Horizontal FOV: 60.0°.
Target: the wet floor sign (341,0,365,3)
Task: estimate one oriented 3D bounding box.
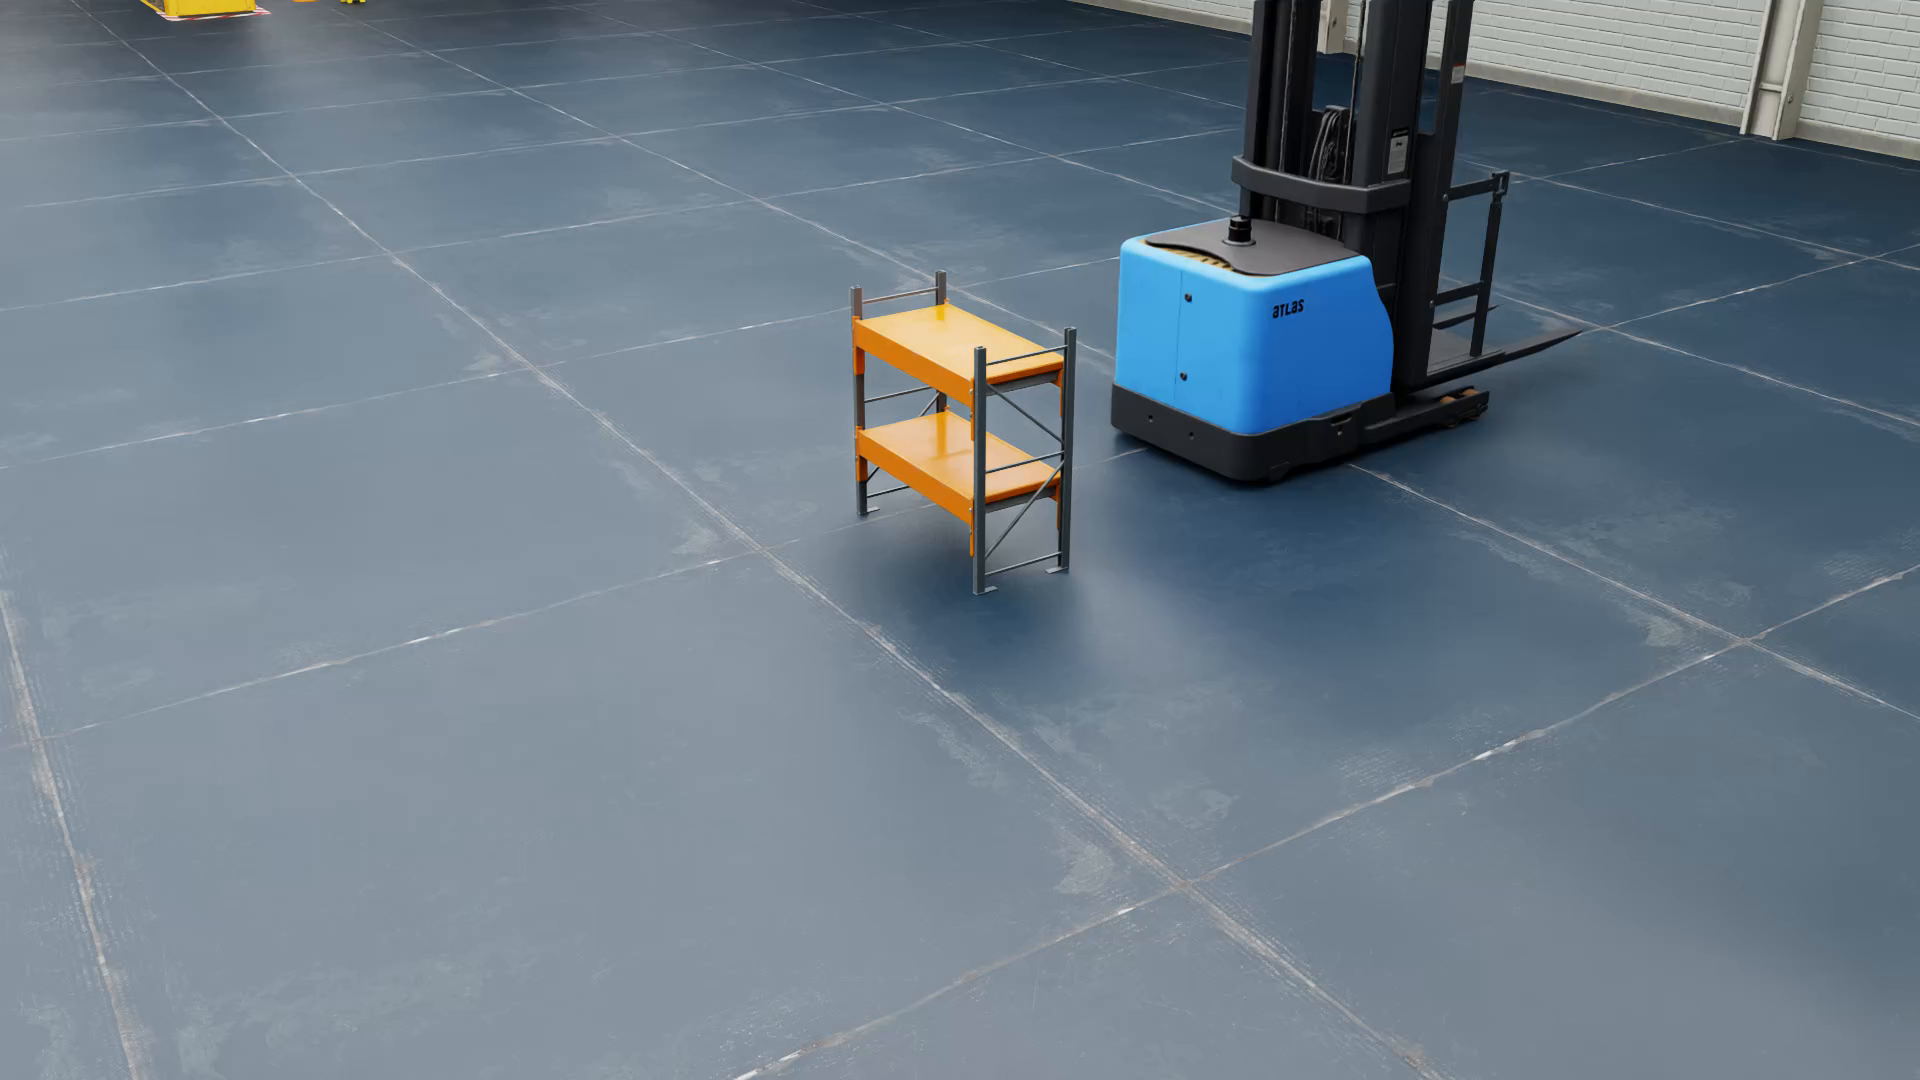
[{"bbox_3d":[-9.001,-8.275,24.522,0.267,0.644,0.232,-22,33,-38],"label":"wet floor sign"}]

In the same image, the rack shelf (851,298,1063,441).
[{"bbox_3d":[-0.004,-0.776,7.390,0.538,0.278,1.000,-16,29,-30],"label":"rack shelf"}]

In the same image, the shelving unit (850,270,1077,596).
[{"bbox_3d":[-0.004,-0.511,7.515,0.538,1.125,1.048,-16,29,-30],"label":"shelving unit"}]

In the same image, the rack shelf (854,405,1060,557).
[{"bbox_3d":[-0.004,-0.290,7.619,0.538,0.278,1.000,-16,29,-30],"label":"rack shelf"}]

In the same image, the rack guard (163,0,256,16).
[{"bbox_3d":[-10.663,-7.749,23.580,1.175,0.500,0.348,-16,29,-30],"label":"rack guard"}]

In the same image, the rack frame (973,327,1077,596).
[{"bbox_3d":[0.274,-0.329,7.130,0.500,1.125,0.032,-16,29,-30],"label":"rack frame"}]

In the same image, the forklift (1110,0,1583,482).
[{"bbox_3d":[2.290,-2.101,8.766,3.031,2.935,1.130,-18,31,-33],"label":"forklift"}]

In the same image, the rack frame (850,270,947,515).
[{"bbox_3d":[-0.281,-0.693,7.900,0.500,1.125,0.032,-16,29,-30],"label":"rack frame"}]

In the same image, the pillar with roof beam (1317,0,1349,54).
[{"bbox_3d":[0.892,-9.113,16.512,9.100,9.000,0.400,-16,29,-30],"label":"pillar with roof beam"}]

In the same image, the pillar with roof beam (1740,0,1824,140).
[{"bbox_3d":[4.167,-6.967,11.966,9.100,9.000,0.400,-16,29,-30],"label":"pillar with roof beam"}]

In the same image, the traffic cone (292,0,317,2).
[{"bbox_3d":[-9.776,-8.262,24.709,0.336,0.463,0.334,-16,29,-30],"label":"traffic cone"}]

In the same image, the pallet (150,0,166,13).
[{"bbox_3d":[-11.178,-7.895,24.227,1.003,0.211,1.213,-16,29,-30],"label":"pallet"}]

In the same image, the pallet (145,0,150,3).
[{"bbox_3d":[-11.840,-8.331,25.150,1.003,0.211,1.213,-16,29,-30],"label":"pallet"}]
